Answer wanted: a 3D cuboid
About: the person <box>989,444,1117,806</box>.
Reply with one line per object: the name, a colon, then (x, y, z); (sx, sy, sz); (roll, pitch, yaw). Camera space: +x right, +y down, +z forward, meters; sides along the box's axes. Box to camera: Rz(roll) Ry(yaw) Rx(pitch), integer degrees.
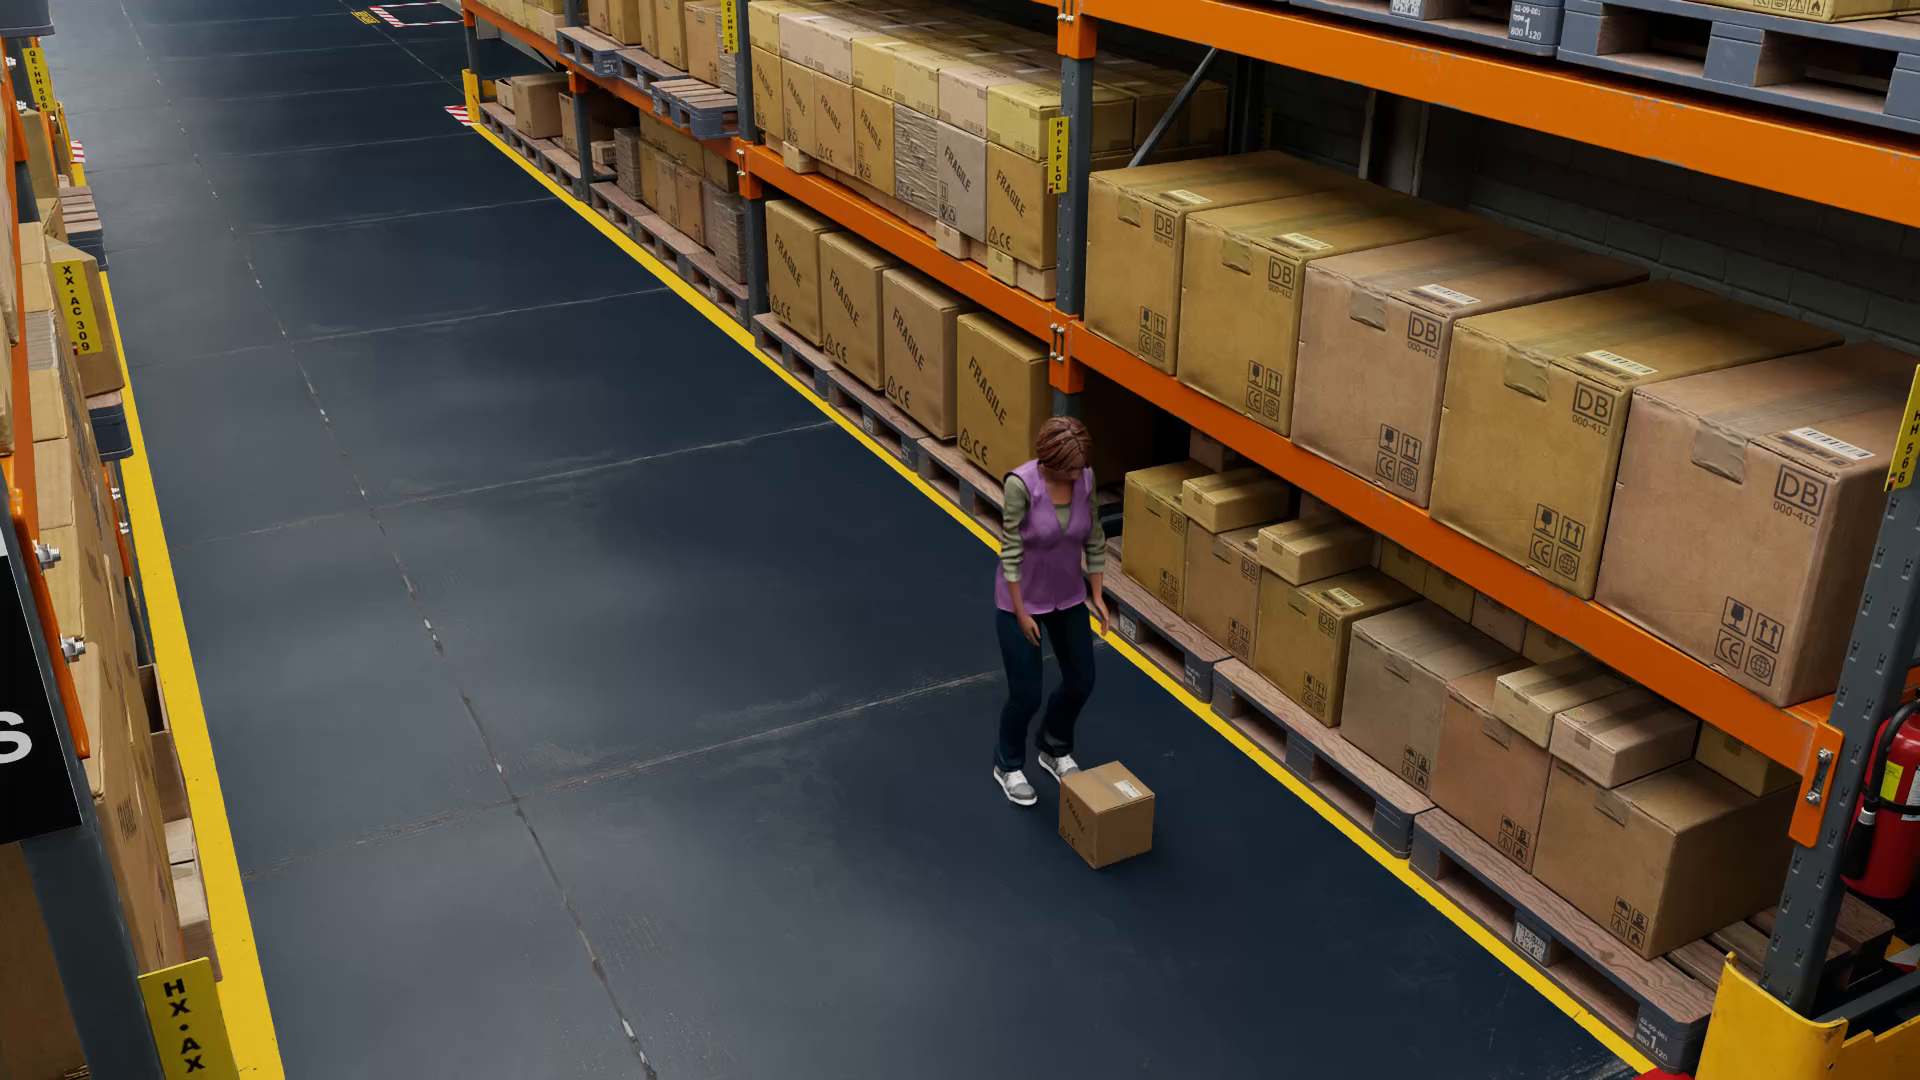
person: (0.346, 0.291, 6.184); (0.447, 1.466, 0.497); (-13, 29, -24)
